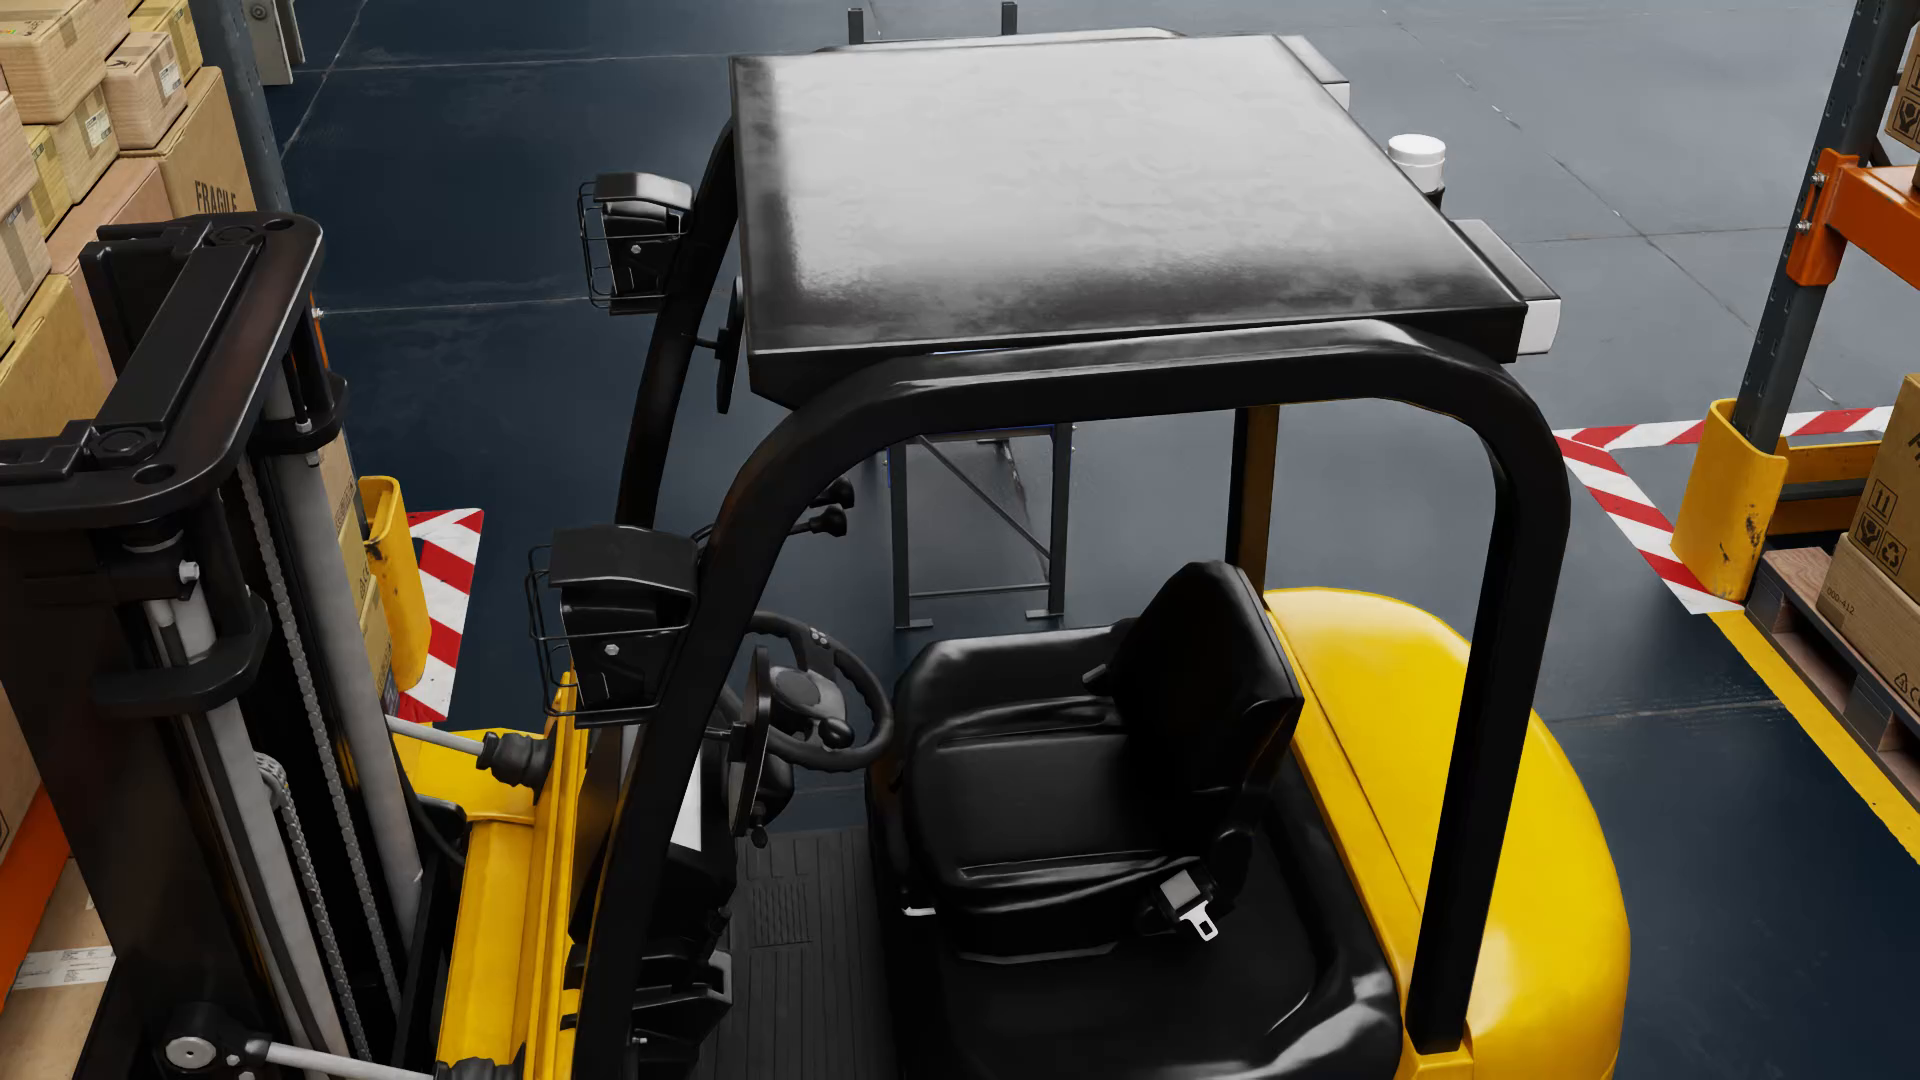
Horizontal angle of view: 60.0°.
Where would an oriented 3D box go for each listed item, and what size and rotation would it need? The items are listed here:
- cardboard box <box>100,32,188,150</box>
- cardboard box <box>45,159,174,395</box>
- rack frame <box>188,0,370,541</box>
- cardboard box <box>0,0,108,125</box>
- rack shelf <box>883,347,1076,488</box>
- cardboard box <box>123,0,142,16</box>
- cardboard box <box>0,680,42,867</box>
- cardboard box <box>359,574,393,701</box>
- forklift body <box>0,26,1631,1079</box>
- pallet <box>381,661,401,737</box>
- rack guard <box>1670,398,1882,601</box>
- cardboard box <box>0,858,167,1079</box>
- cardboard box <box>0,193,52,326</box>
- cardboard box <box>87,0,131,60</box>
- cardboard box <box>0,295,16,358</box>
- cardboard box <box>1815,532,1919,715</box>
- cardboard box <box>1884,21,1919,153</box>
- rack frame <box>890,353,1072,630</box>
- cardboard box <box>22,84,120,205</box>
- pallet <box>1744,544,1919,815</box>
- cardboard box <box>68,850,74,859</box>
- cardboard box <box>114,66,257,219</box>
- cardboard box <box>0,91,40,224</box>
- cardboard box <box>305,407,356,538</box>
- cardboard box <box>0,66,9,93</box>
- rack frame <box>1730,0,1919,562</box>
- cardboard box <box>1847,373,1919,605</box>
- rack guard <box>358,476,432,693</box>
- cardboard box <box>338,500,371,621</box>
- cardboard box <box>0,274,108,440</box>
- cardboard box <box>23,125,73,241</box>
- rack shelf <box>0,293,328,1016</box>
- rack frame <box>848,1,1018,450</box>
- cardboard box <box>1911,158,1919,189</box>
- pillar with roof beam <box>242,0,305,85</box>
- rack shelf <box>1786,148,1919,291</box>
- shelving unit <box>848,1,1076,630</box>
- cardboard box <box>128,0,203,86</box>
[{"bbox_3d":[-1.718,-0.853,3.173,0.380,0.149,0.250,-4,34,-6],"label":"cardboard box"},{"bbox_3d":[-1.719,-0.352,3.015,0.500,0.500,0.500,-3,34,-5],"label":"cardboard box"},{"bbox_3d":[-2.106,-0.856,3.842,1.000,3.000,0.127,-4,35,-6],"label":"rack frame"},{"bbox_3d":[-1.723,-0.825,2.868,0.380,0.149,0.250,-4,34,-5],"label":"cardboard box"},{"bbox_3d":[-0.011,-0.519,4.999,0.538,0.185,1.000,-4,35,-6],"label":"rack shelf"},{"bbox_3d":[-1.849,-1.104,3.278,0.380,0.149,0.250,-4,35,-6],"label":"cardboard box"},{"bbox_3d":[-1.571,0.213,2.185,0.500,0.500,0.500,-4,34,-6],"label":"cardboard box"},{"bbox_3d":[-1.730,0.345,4.149,0.500,0.250,0.500,-4,34,-6],"label":"cardboard box"},{"bbox_3d":[-0.043,0.415,2.731,2.313,2.155,1.214,-4,35,-6],"label":"forklift body"},{"bbox_3d":[-1.962,0.720,4.006,1.003,0.211,1.213,-4,35,-6],"label":"pallet"},{"bbox_3d":[2.822,-0.159,5.039,1.175,0.500,0.348,-4,35,-6],"label":"rack guard"},{"bbox_3d":[-1.522,0.776,2.629,0.500,0.250,0.500,-5,35,-7],"label":"cardboard box"},{"bbox_3d":[-1.639,-0.419,2.536,0.380,0.149,0.250,-5,35,-8],"label":"cardboard box"},{"bbox_3d":[-1.785,-0.969,3.079,0.380,0.149,0.250,-4,35,-6],"label":"cardboard box"},{"bbox_3d":[-1.585,-0.279,2.331,0.380,0.149,0.250,-4,34,-6],"label":"cardboard box"},{"bbox_3d":[2.646,0.200,4.362,0.500,0.250,0.500,-5,35,-7],"label":"cardboard box"},{"bbox_3d":[2.601,-1.113,3.866,0.500,0.500,0.500,-5,35,-7],"label":"cardboard box"},{"bbox_3d":[0.057,-0.384,4.481,0.500,1.500,0.032,-4,35,-6],"label":"rack frame"},{"bbox_3d":[-1.744,-0.703,2.954,0.380,0.149,0.250,-4,34,-5],"label":"cardboard box"},{"bbox_3d":[2.896,0.417,4.451,1.003,0.211,1.213,-4,35,-6],"label":"pallet"},{"bbox_3d":[-1.583,0.492,3.045,0.500,0.250,0.500,-4,34,-6],"label":"cardboard box"},{"bbox_3d":[-1.780,-0.643,3.440,0.500,0.500,0.500,-5,35,-7],"label":"cardboard box"},{"bbox_3d":[-1.618,-0.544,2.455,0.380,0.149,0.250,-4,34,-5],"label":"cardboard box"},{"bbox_3d":[-1.735,-0.073,3.874,0.500,0.250,0.500,-3,34,-5],"label":"cardboard box"},{"bbox_3d":[-1.763,-0.681,2.656,0.380,0.149,0.250,-4,34,-6],"label":"cardboard box"},{"bbox_3d":[2.812,-1.234,4.397,1.000,3.000,0.127,-4,35,-6],"label":"rack frame"},{"bbox_3d":[2.650,-0.097,4.131,0.500,0.500,0.500,-5,35,-8],"label":"cardboard box"},{"bbox_3d":[-2.109,0.164,4.566,1.175,0.500,0.348,-4,35,-6],"label":"rack guard"},{"bbox_3d":[-1.731,0.148,3.994,0.500,0.250,0.500,-5,35,-7],"label":"cardboard box"},{"bbox_3d":[-1.650,-0.066,2.595,0.500,0.500,0.500,-5,35,-7],"label":"cardboard box"},{"bbox_3d":[-1.722,-0.564,2.749,0.380,0.149,0.250,-5,35,-7],"label":"cardboard box"},{"bbox_3d":[-1.837,0.557,2.407,1.077,0.370,4.000,-4,35,-6],"label":"rack shelf"},{"bbox_3d":[-0.080,-0.951,5.314,0.500,1.500,0.032,-4,35,-6],"label":"rack frame"},{"bbox_3d":[2.653,-0.925,4.167,0.380,0.149,0.250,-4,35,-6],"label":"cardboard box"},{"bbox_3d":[0.553,-6.552,6.874,9.100,9.000,0.400,-4,35,-6],"label":"pillar with roof beam"},{"bbox_3d":[3.081,0.179,2.962,1.077,0.370,4.000,-4,35,-6],"label":"rack shelf"},{"bbox_3d":[-0.011,-0.667,4.897,0.538,1.500,1.048,-4,35,-6],"label":"shelving unit"},{"bbox_3d":[-1.782,-0.993,3.379,0.380,0.149,0.250,-4,34,-6],"label":"cardboard box"}]
